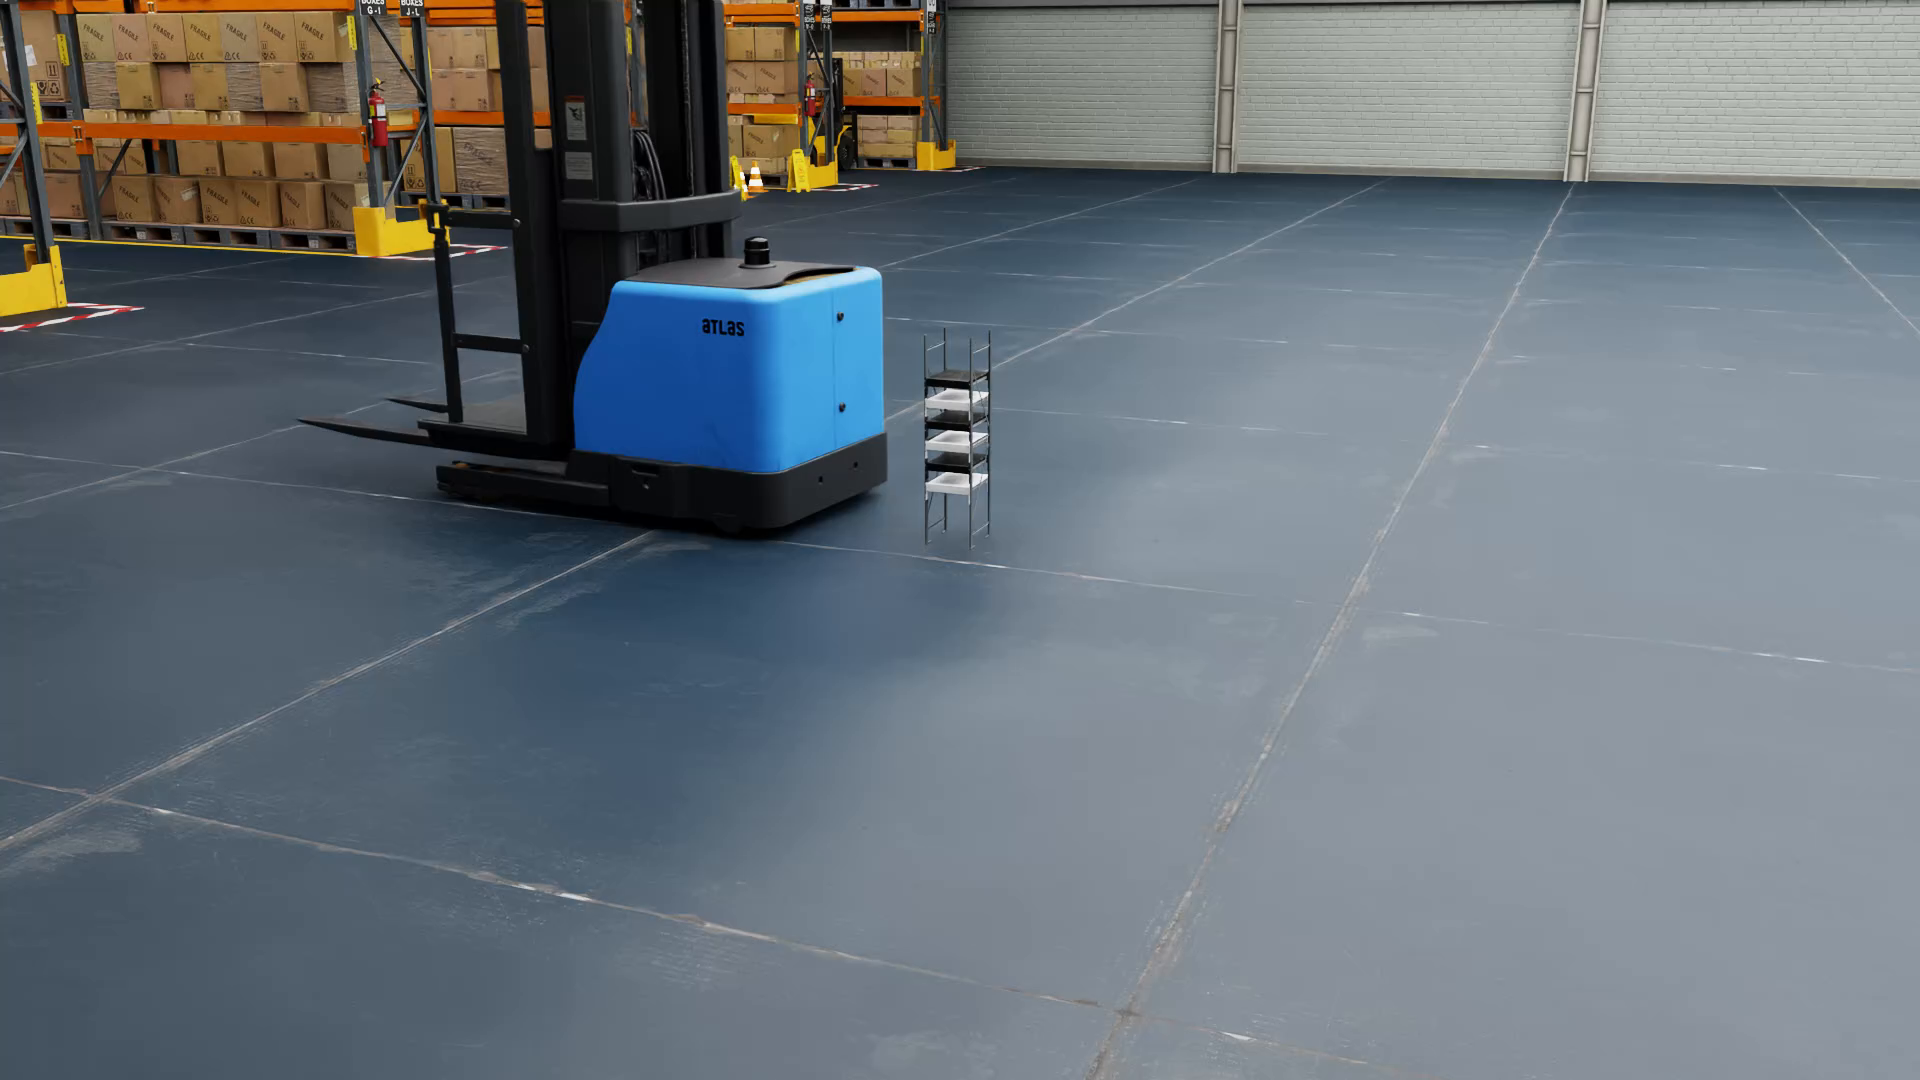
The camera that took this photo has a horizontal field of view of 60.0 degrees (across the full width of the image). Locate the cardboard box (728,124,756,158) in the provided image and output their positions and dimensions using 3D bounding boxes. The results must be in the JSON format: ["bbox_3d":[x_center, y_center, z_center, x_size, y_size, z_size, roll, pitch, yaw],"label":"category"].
[{"bbox_3d":[-3.612,-6.438,26.802,0.500,0.500,0.500,7,18,23],"label":"cardboard box"}]

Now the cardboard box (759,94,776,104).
[{"bbox_3d":[-2.987,-6.989,26.317,0.250,0.149,0.380,6,17,20],"label":"cardboard box"}]

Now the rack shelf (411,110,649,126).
[{"bbox_3d":[-5.867,-5.694,22.698,4.000,0.370,1.077,6,17,21],"label":"rack shelf"}]

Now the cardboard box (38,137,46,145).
[{"bbox_3d":[-14.083,-6.226,25.625,0.500,0.250,0.500,7,18,22],"label":"cardboard box"}]

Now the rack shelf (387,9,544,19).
[{"bbox_3d":[-7.866,-8.838,28.148,4.000,0.370,1.077,6,17,21],"label":"rack shelf"}]

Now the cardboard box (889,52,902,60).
[{"bbox_3d":[-1.118,-8.919,30.638,0.250,0.149,0.380,6,17,21],"label":"cardboard box"}]

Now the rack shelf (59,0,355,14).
[{"bbox_3d":[-7.781,-5.859,17.885,4.000,0.370,1.077,6,17,21],"label":"rack shelf"}]

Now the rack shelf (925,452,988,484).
[{"bbox_3d":[-0.008,-0.315,7.085,0.200,0.077,0.258,6,17,21],"label":"rack shelf"}]

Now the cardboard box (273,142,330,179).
[{"bbox_3d":[-9.234,-5.506,24.040,0.750,0.750,1.050,6,17,21],"label":"cardboard box"}]

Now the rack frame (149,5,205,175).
[{"bbox_3d":[-11.448,-6.654,24.712,0.127,3.000,1.000,6,17,21],"label":"rack frame"}]

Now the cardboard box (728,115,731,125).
[{"bbox_3d":[-3.724,-6.743,26.691,0.250,0.149,0.380,7,17,22],"label":"cardboard box"}]

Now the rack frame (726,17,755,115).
[{"bbox_3d":[-4.187,-8.826,32.196,0.127,3.000,1.000,6,17,21],"label":"rack frame"}]

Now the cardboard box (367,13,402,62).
[{"bbox_3d":[-6.332,-5.357,17.740,0.500,0.500,0.500,6,17,21],"label":"cardboard box"}]

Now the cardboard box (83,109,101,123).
[{"bbox_3d":[-9.552,-4.748,18.598,0.250,0.149,0.380,6,17,21],"label":"cardboard box"}]

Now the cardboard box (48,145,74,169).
[{"bbox_3d":[-13.594,-5.816,25.557,0.500,0.500,0.500,7,17,22],"label":"cardboard box"}]

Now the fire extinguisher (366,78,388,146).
[{"bbox_3d":[-5.983,-4.391,17.057,0.183,0.674,0.296,6,17,21],"label":"fire extinguisher"}]

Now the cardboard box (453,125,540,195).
[{"bbox_3d":[-6.328,-5.252,22.942,0.875,0.875,0.875,6,17,21],"label":"cardboard box"}]

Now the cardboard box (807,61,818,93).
[{"bbox_3d":[-2.623,-7.441,26.710,0.500,0.500,0.500,6,17,20],"label":"cardboard box"}]

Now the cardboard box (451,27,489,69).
[{"bbox_3d":[-6.391,-6.671,22.568,0.550,0.550,0.875,6,17,21],"label":"cardboard box"}]

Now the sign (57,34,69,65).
[{"bbox_3d":[-9.842,-5.380,18.249,0.005,0.325,0.100,6,17,21],"label":"sign"}]

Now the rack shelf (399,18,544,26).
[{"bbox_3d":[-9.769,-10.535,33.993,4.000,0.370,1.077,6,17,21],"label":"rack shelf"}]

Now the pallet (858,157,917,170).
[{"bbox_3d":[-1.193,-7.145,31.408,1.213,0.211,1.003,6,17,21],"label":"pallet"}]

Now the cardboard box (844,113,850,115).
[{"bbox_3d":[-2.246,-8.035,31.856,0.500,0.250,0.500,6,17,20],"label":"cardboard box"}]

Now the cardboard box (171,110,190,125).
[{"bbox_3d":[-8.380,-4.626,18.179,0.250,0.149,0.380,6,17,21],"label":"cardboard box"}]

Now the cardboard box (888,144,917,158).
[{"bbox_3d":[-1.019,-7.264,30.995,0.500,0.250,0.500,6,17,21],"label":"cardboard box"}]

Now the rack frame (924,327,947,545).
[{"bbox_3d":[-0.102,-0.443,7.087,0.006,0.900,0.240,6,17,21],"label":"rack frame"}]

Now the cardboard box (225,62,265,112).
[{"bbox_3d":[-7.380,-4.896,17.945,0.500,0.500,0.875,6,17,21],"label":"cardboard box"}]

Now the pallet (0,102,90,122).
[{"bbox_3d":[-10.299,-4.992,19.333,1.213,0.211,1.003,6,17,21],"label":"pallet"}]

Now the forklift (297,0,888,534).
[{"bbox_3d":[-1.893,-1.700,7.772,3.031,2.935,1.130,8,18,26],"label":"forklift"}]

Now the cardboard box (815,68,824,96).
[{"bbox_3d":[-2.448,-8.604,31.250,0.500,0.500,0.500,6,17,21],"label":"cardboard box"}]

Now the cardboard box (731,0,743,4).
[{"bbox_3d":[-3.408,-8.509,26.175,0.250,0.149,0.380,6,17,21],"label":"cardboard box"}]

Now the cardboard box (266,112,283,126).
[{"bbox_3d":[-7.189,-4.518,17.807,0.250,0.149,0.380,6,17,21],"label":"cardboard box"}]

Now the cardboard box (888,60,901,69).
[{"bbox_3d":[-1.140,-8.758,30.618,0.250,0.149,0.380,7,17,22],"label":"cardboard box"}]

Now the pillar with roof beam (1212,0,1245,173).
[{"bbox_3d":[3.219,-9.873,25.041,0.400,9.000,9.100,6,17,21],"label":"pillar with roof beam"}]

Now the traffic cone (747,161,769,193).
[{"bbox_3d":[-3.158,-5.620,25.704,0.334,0.463,0.336,6,17,21],"label":"traffic cone"}]

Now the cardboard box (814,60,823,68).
[{"bbox_3d":[-2.556,-8.922,31.182,0.250,0.149,0.380,6,17,19],"label":"cardboard box"}]

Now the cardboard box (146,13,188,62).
[{"bbox_3d":[-8.385,-5.425,17.975,0.500,0.500,0.500,6,17,21],"label":"cardboard box"}]

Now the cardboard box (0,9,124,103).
[{"bbox_3d":[-10.329,-5.576,19.170,1.000,1.000,1.000,6,17,21],"label":"cardboard box"}]

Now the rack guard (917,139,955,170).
[{"bbox_3d":[-0.444,-7.214,31.127,0.348,0.500,1.175,6,17,21],"label":"rack guard"}]

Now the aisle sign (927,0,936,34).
[{"bbox_3d":[-0.513,-9.583,30.139,0.004,0.787,0.394,6,17,21],"label":"aisle sign"}]

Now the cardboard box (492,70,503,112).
[{"bbox_3d":[-5.871,-6.117,22.596,0.500,0.550,0.875,6,17,21],"label":"cardboard box"}]

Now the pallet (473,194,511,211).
[{"bbox_3d":[-5.910,-4.683,22.925,1.213,0.211,1.003,6,17,21],"label":"pallet"}]

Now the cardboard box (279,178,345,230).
[{"bbox_3d":[-7.064,-3.681,18.203,0.500,0.500,0.500,12,20,35],"label":"cardboard box"}]

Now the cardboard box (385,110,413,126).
[{"bbox_3d":[-6.098,-4.530,17.846,0.250,0.149,0.380,6,17,21],"label":"cardboard box"}]

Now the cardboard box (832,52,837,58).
[{"bbox_3d":[-2.306,-9.057,31.114,0.250,0.149,0.380,7,17,21],"label":"cardboard box"}]

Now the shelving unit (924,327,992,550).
[{"bbox_3d":[-0.008,-0.433,7.051,0.210,0.900,0.258,6,17,21],"label":"shelving unit"}]
